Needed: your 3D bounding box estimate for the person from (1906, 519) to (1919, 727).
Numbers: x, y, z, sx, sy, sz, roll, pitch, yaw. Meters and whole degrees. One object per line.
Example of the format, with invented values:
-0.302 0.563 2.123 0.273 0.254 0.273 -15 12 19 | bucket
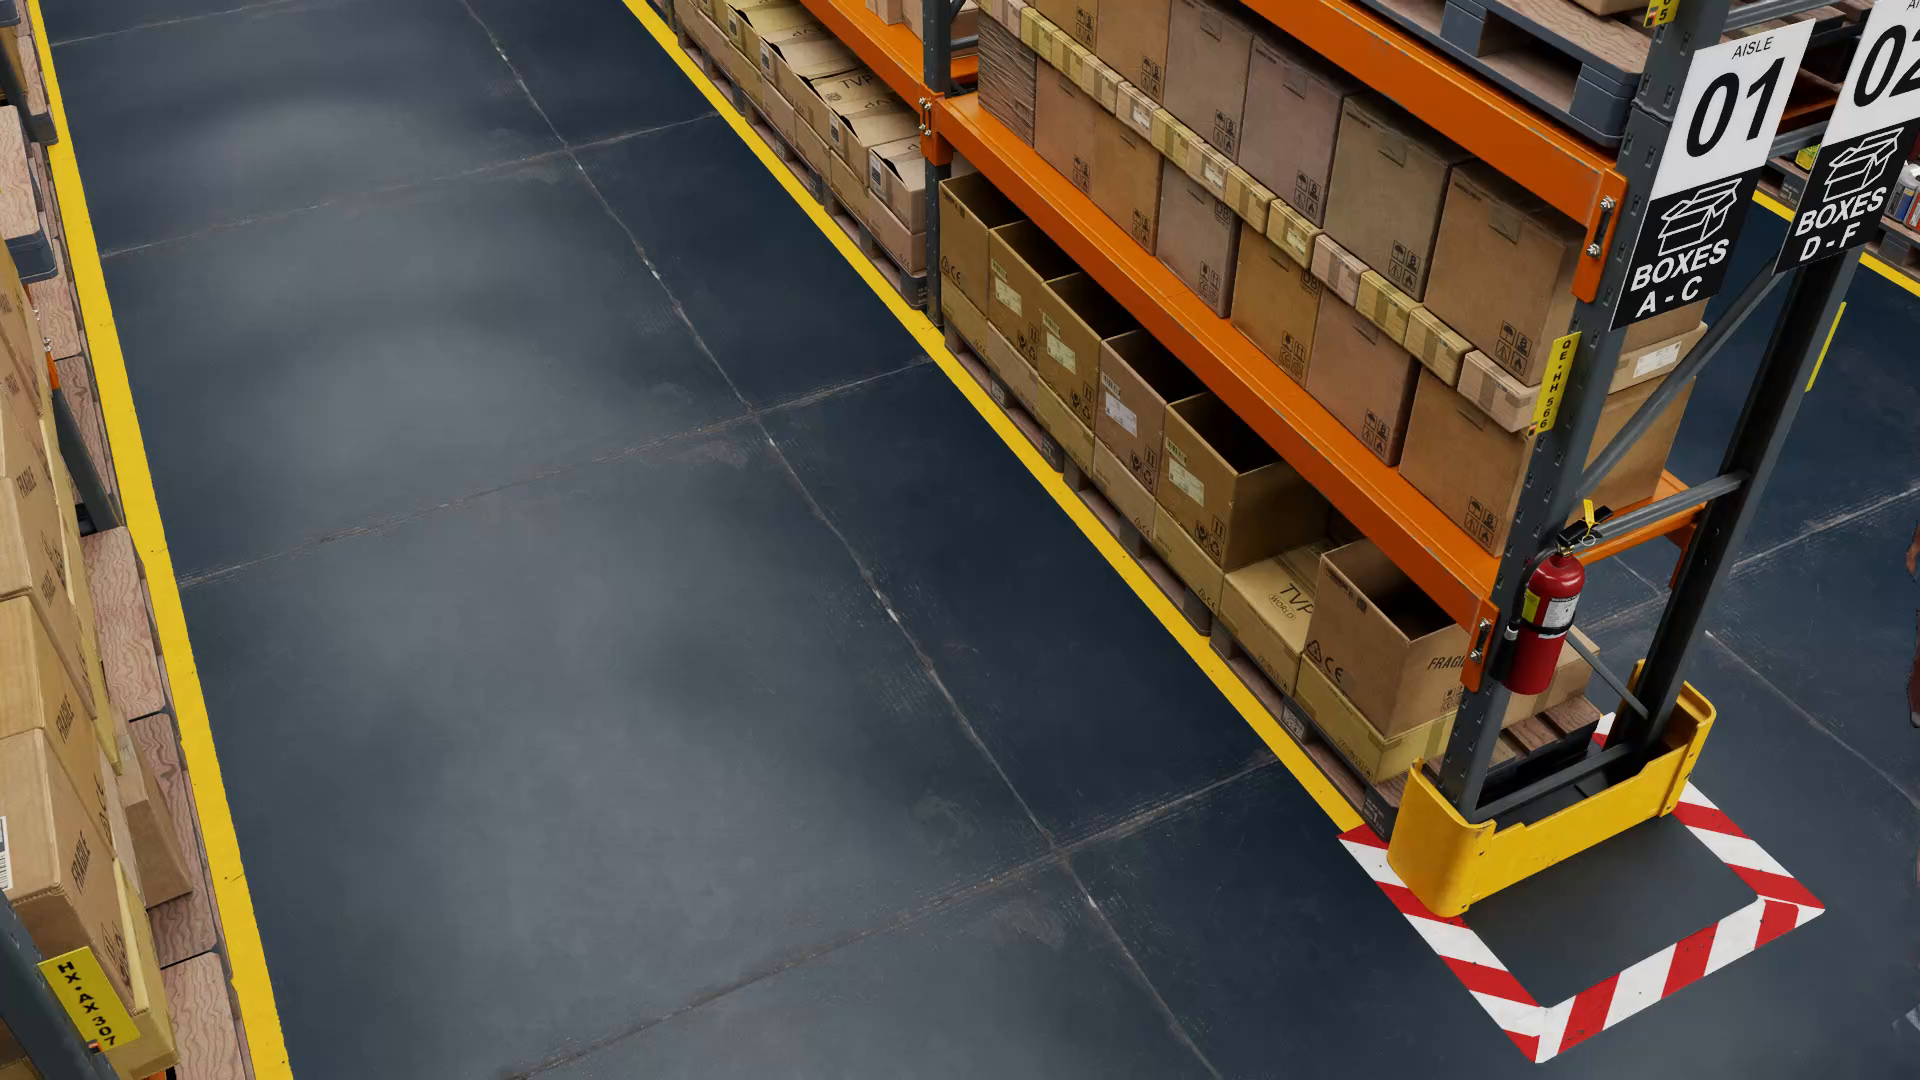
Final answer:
3.737 0.026 6.106 0.578 1.661 0.439 5 42 6 | person
